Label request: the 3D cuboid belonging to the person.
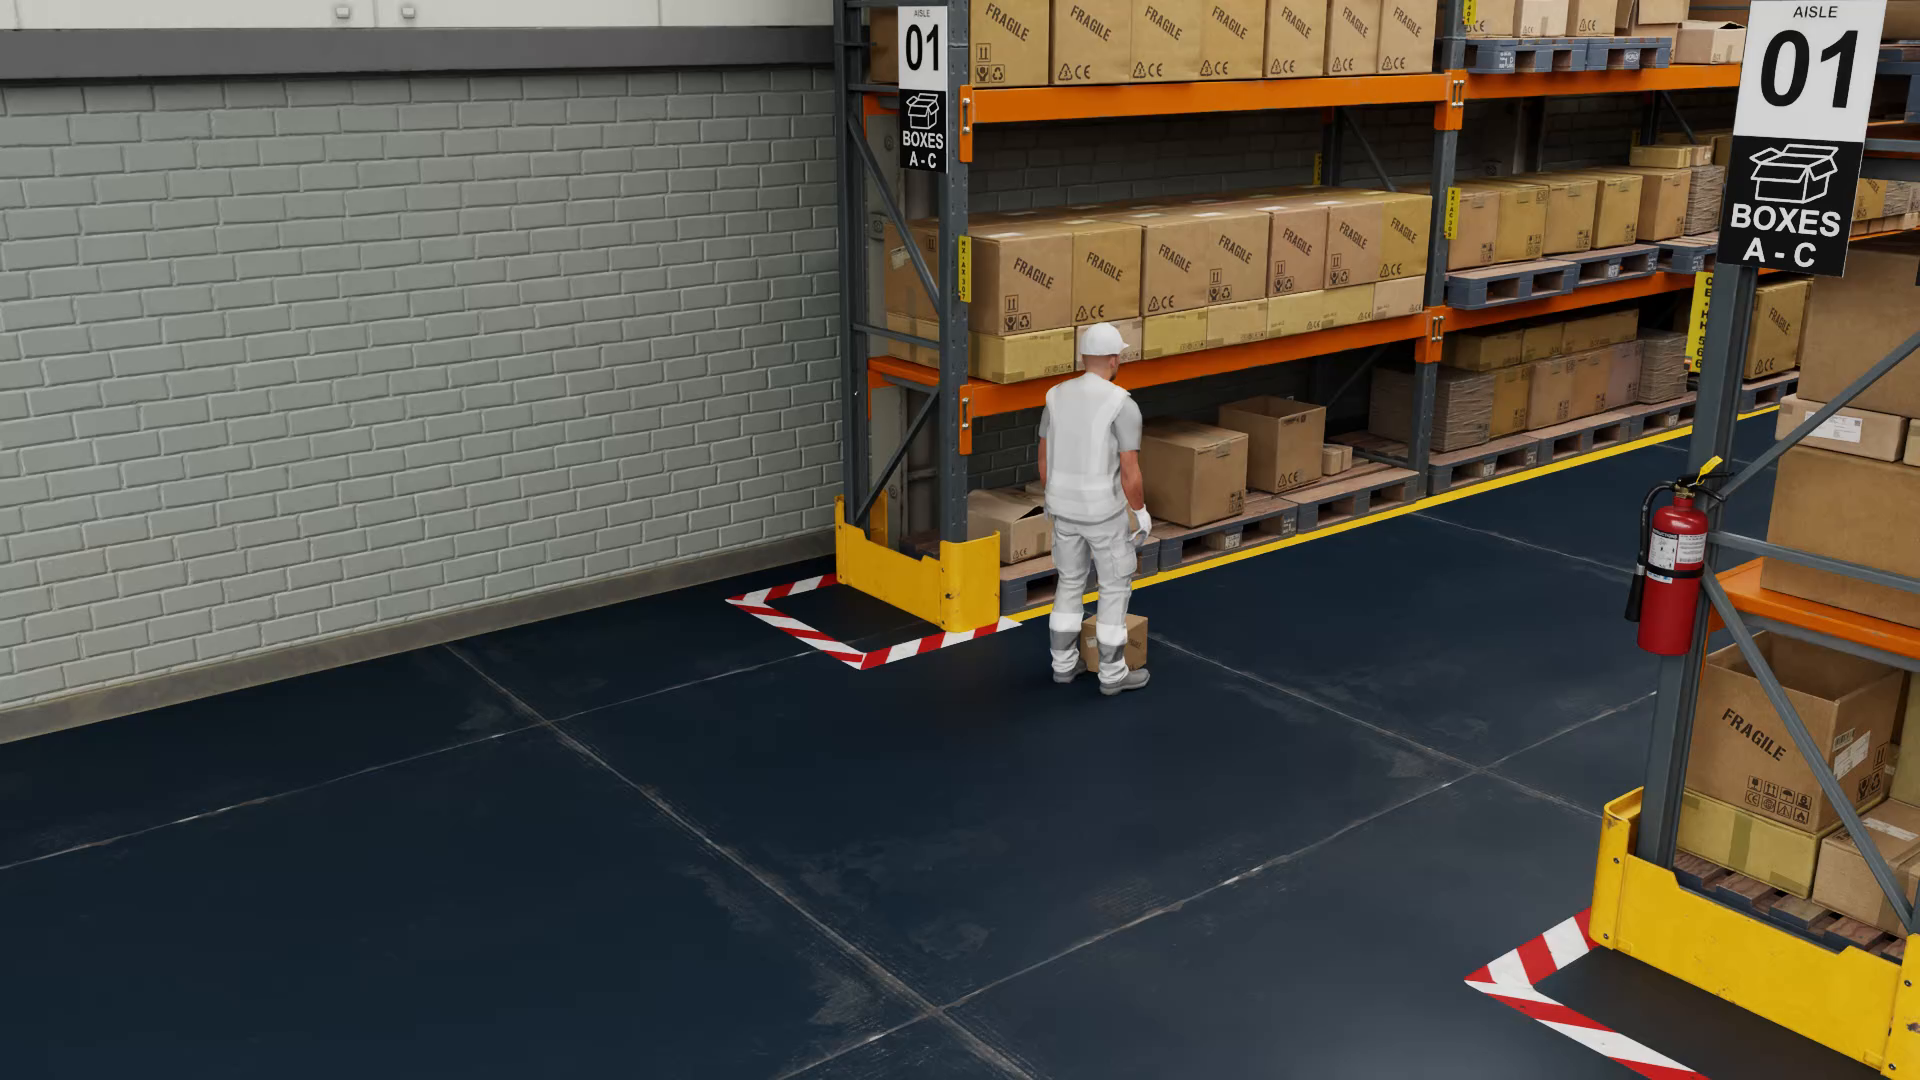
[{"bbox_3d":[0.645,-0.150,7.999,0.609,1.779,0.448,14,22,37],"label":"person"}]
